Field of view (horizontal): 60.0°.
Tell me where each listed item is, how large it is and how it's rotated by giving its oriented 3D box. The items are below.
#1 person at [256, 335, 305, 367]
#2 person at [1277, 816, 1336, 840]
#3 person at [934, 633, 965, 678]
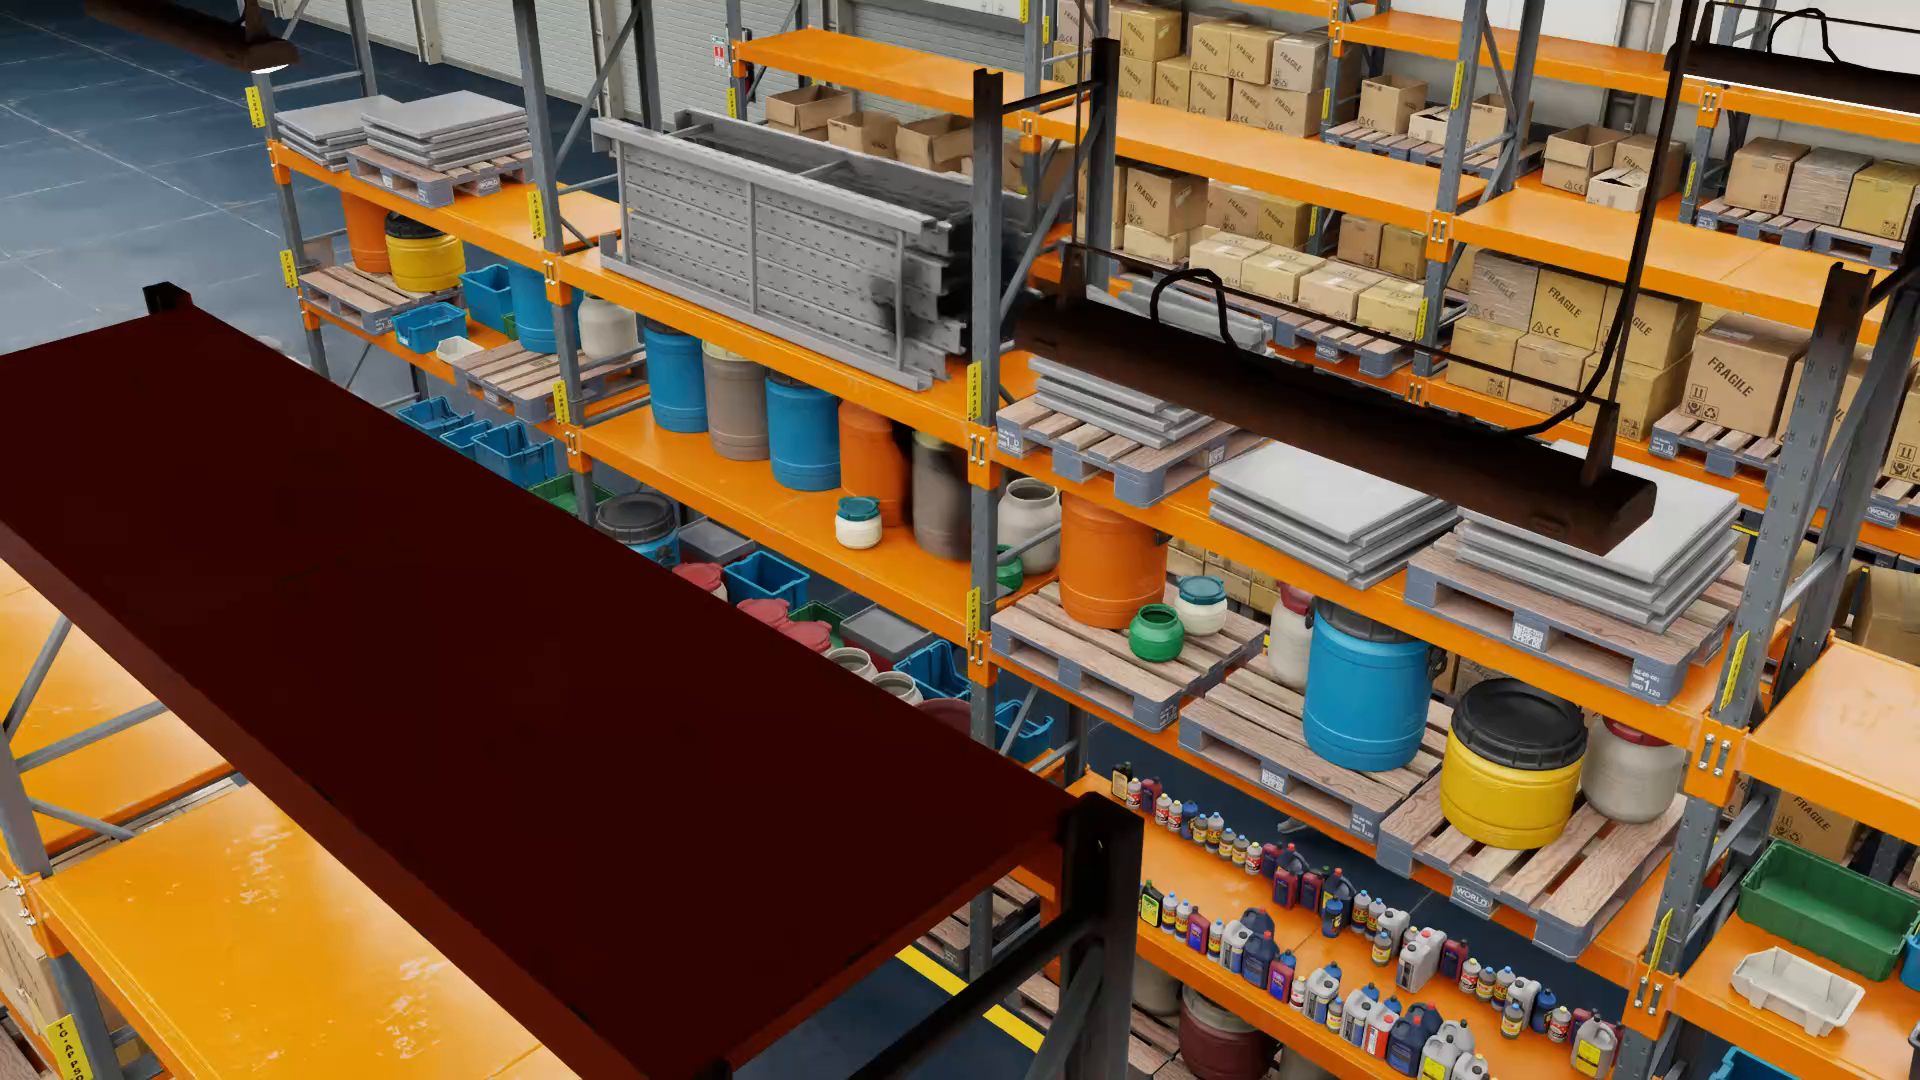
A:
[{"bbox_3d":[-6.706,-1.190,16.566,0.894,1.824,0.671,-8,30,-14],"label":"person"},{"bbox_3d":[2.640,1.469,11.918,0.697,1.738,0.605,18,34,29],"label":"person"},{"bbox_3d":[-0.007,0.736,13.319,0.559,1.584,0.725,-25,38,-37],"label":"person"}]
